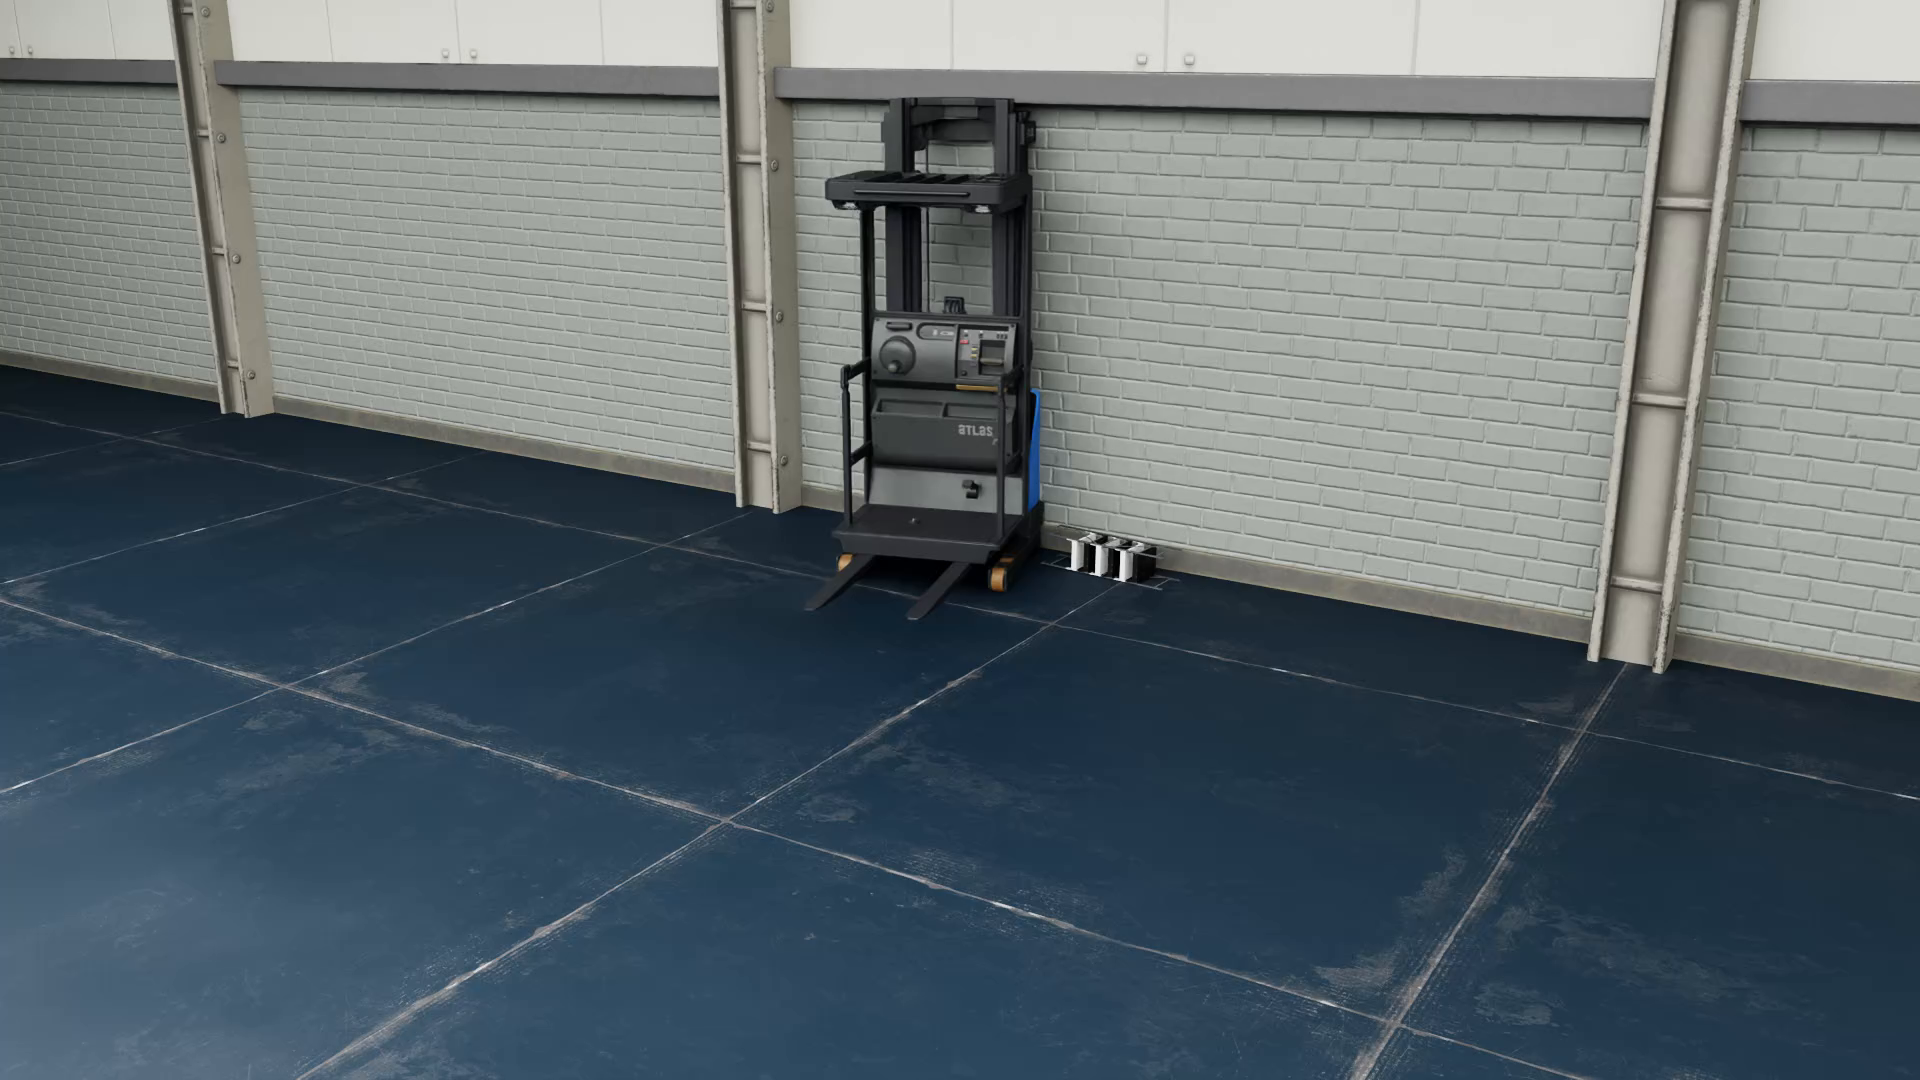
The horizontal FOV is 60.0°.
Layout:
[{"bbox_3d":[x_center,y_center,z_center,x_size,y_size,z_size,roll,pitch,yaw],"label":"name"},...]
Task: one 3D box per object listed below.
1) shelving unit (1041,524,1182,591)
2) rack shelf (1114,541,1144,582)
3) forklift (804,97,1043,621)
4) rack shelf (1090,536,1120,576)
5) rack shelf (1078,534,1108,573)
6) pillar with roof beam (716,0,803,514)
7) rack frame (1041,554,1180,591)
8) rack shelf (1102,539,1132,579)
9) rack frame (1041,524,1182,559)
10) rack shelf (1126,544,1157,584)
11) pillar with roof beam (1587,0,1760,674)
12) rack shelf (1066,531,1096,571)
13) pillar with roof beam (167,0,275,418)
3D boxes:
[{"bbox_3d":[0.961,0.106,10.658,0.900,0.210,0.258,12,21,34],"label":"shelving unit"},{"bbox_3d":[1.080,0.132,10.576,0.077,0.200,0.258,12,21,34],"label":"rack shelf"},{"bbox_3d":[-0.159,-1.200,10.289,1.130,2.935,3.031,5,17,15],"label":"forklift"},{"bbox_3d":[0.934,0.100,10.677,0.077,0.200,0.258,12,21,34],"label":"rack shelf"},{"bbox_3d":[0.861,0.084,10.727,0.077,0.200,0.258,12,21,34],"label":"rack shelf"},{"bbox_3d":[-3.650,-3.496,7.408,0.400,9.000,9.100,10,20,30],"label":"pillar with roof beam"},{"bbox_3d":[0.960,0.203,10.688,0.900,0.006,0.240,12,21,34],"label":"rack frame"},{"bbox_3d":[1.007,0.116,10.627,0.077,0.200,0.258,12,21,34],"label":"rack shelf"},{"bbox_3d":[0.962,0.009,10.628,0.900,0.006,0.240,12,21,34],"label":"rack frame"},{"bbox_3d":[1.153,0.148,10.526,0.077,0.200,0.258,12,21,34],"label":"rack shelf"},{"bbox_3d":[1.463,-2.583,4.403,0.400,9.000,9.100,10,20,30],"label":"pillar with roof beam"},{"bbox_3d":[0.788,0.068,10.778,0.077,0.200,0.258,12,21,34],"label":"rack shelf"},{"bbox_3d":[-8.763,-4.409,10.412,0.400,9.000,9.100,10,20,30],"label":"pillar with roof beam"}]
